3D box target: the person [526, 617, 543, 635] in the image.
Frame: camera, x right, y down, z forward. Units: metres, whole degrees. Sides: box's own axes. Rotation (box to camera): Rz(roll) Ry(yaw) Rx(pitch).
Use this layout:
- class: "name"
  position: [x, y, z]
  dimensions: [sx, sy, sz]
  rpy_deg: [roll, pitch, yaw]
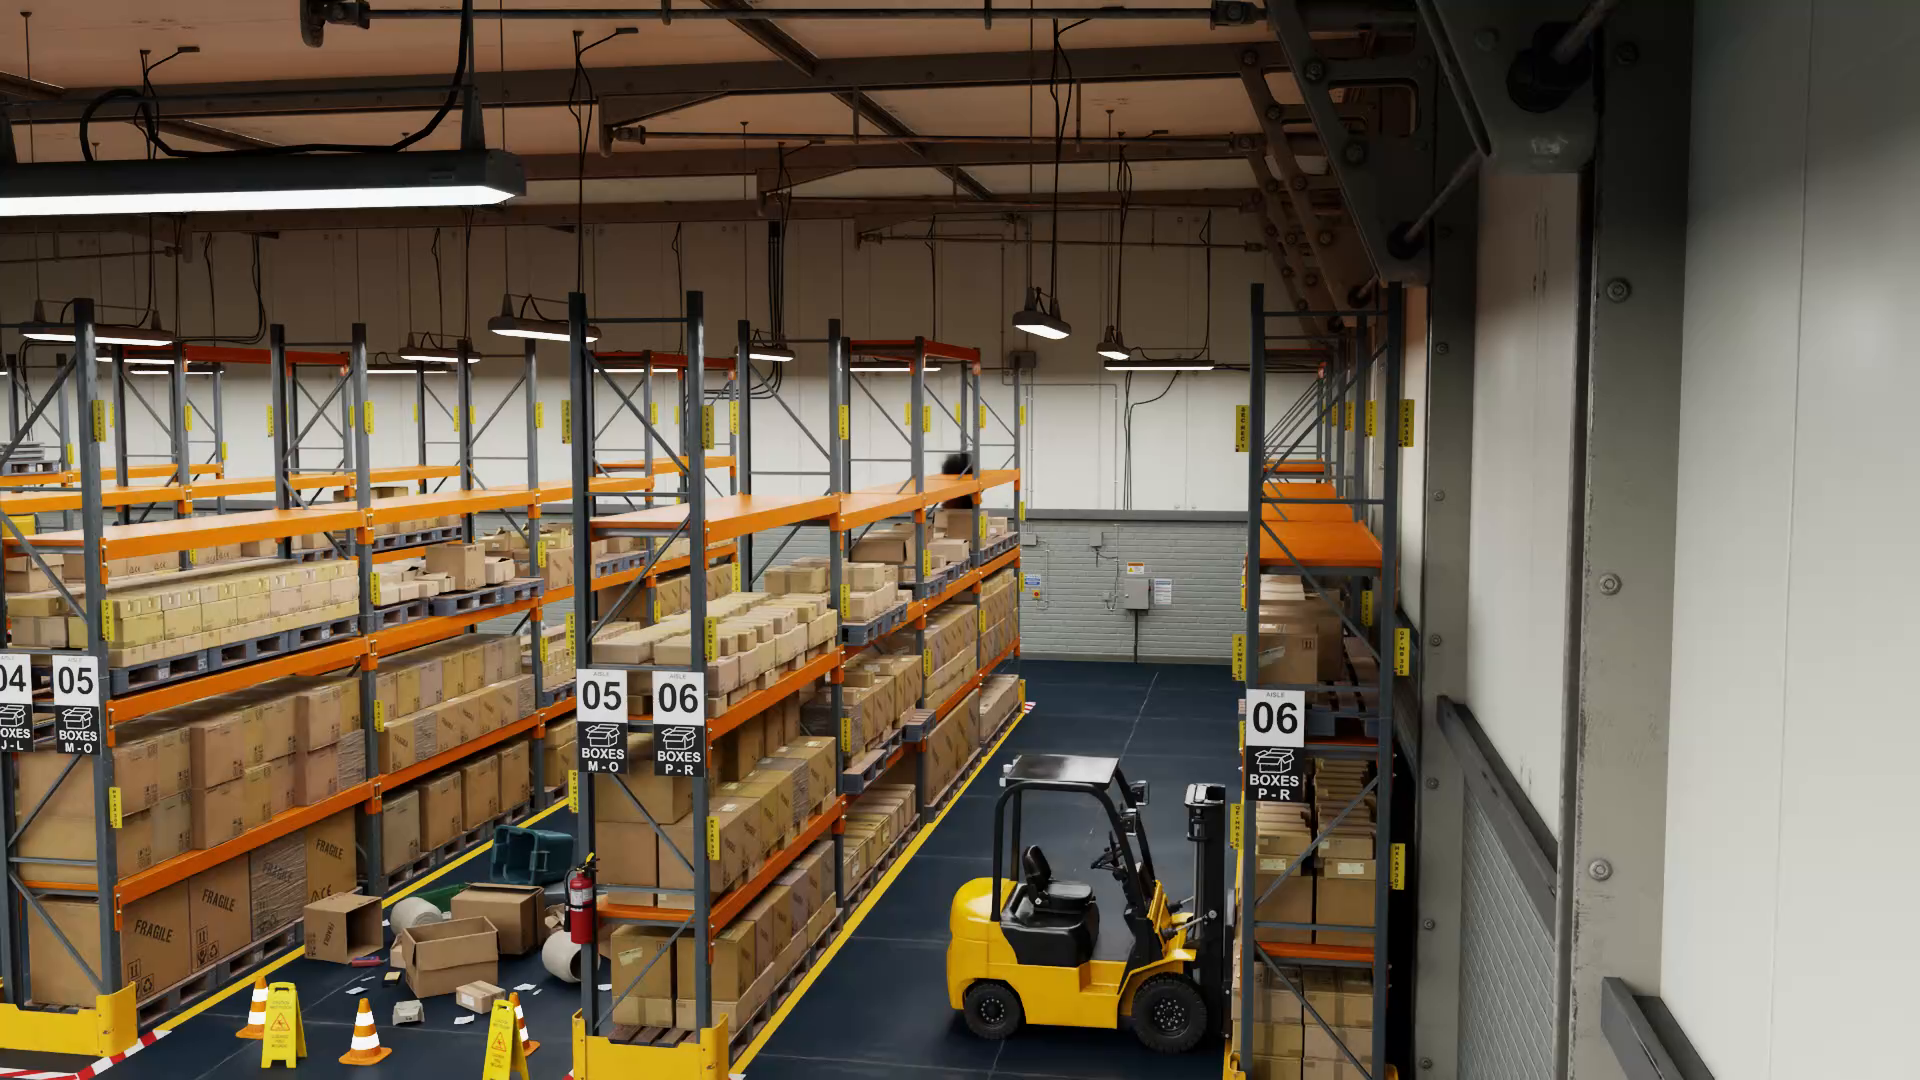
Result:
- class: "person"
  position: [-7.564, 1.964, 29.599]
  dimensions: [0.634, 1.456, 0.474]
  rpy_deg: [-1, 5, -15]
